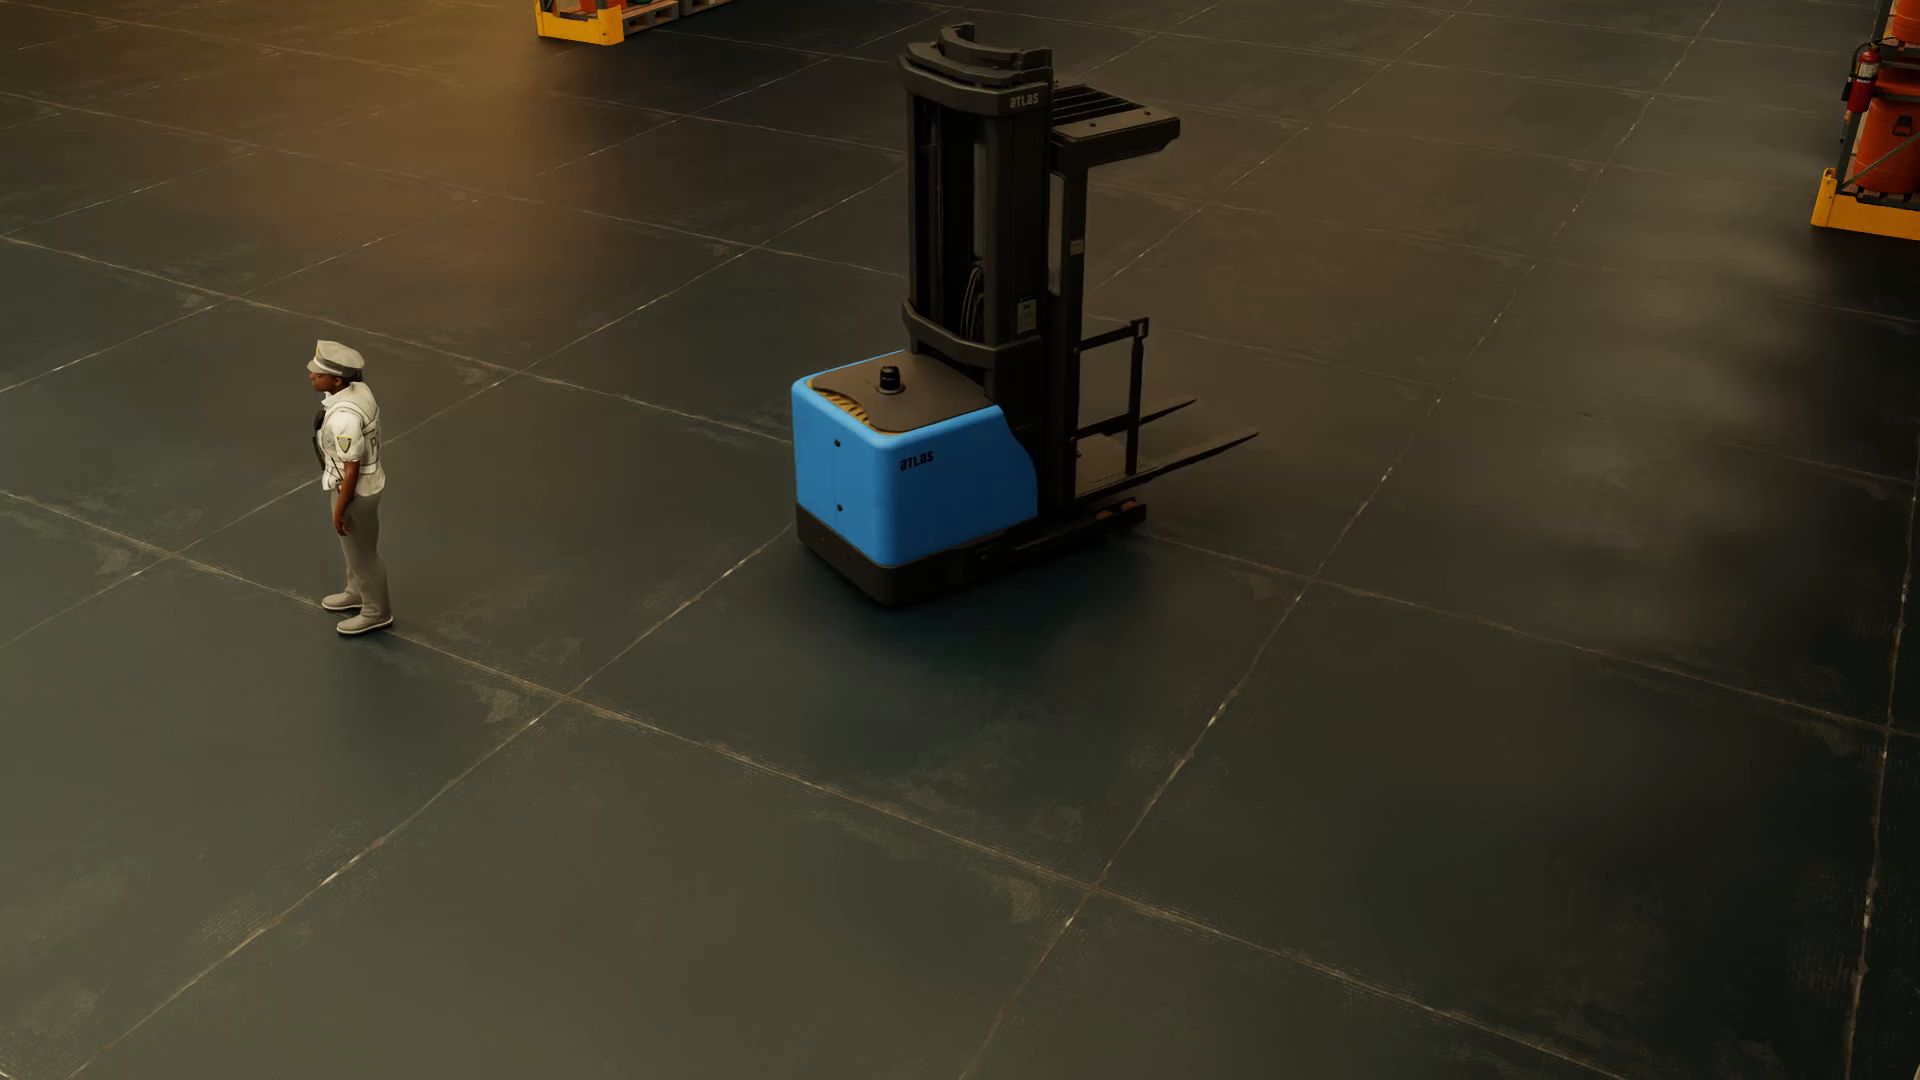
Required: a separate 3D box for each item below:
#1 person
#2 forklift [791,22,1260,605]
[{"bbox_3d":[-3.270,-0.274,8.767,0.530,1.695,0.570,-6,31,-10],"label":"person"},{"bbox_3d":[0.520,-1.478,9.632,3.031,2.935,1.130,-20,35,-30],"label":"forklift"}]
